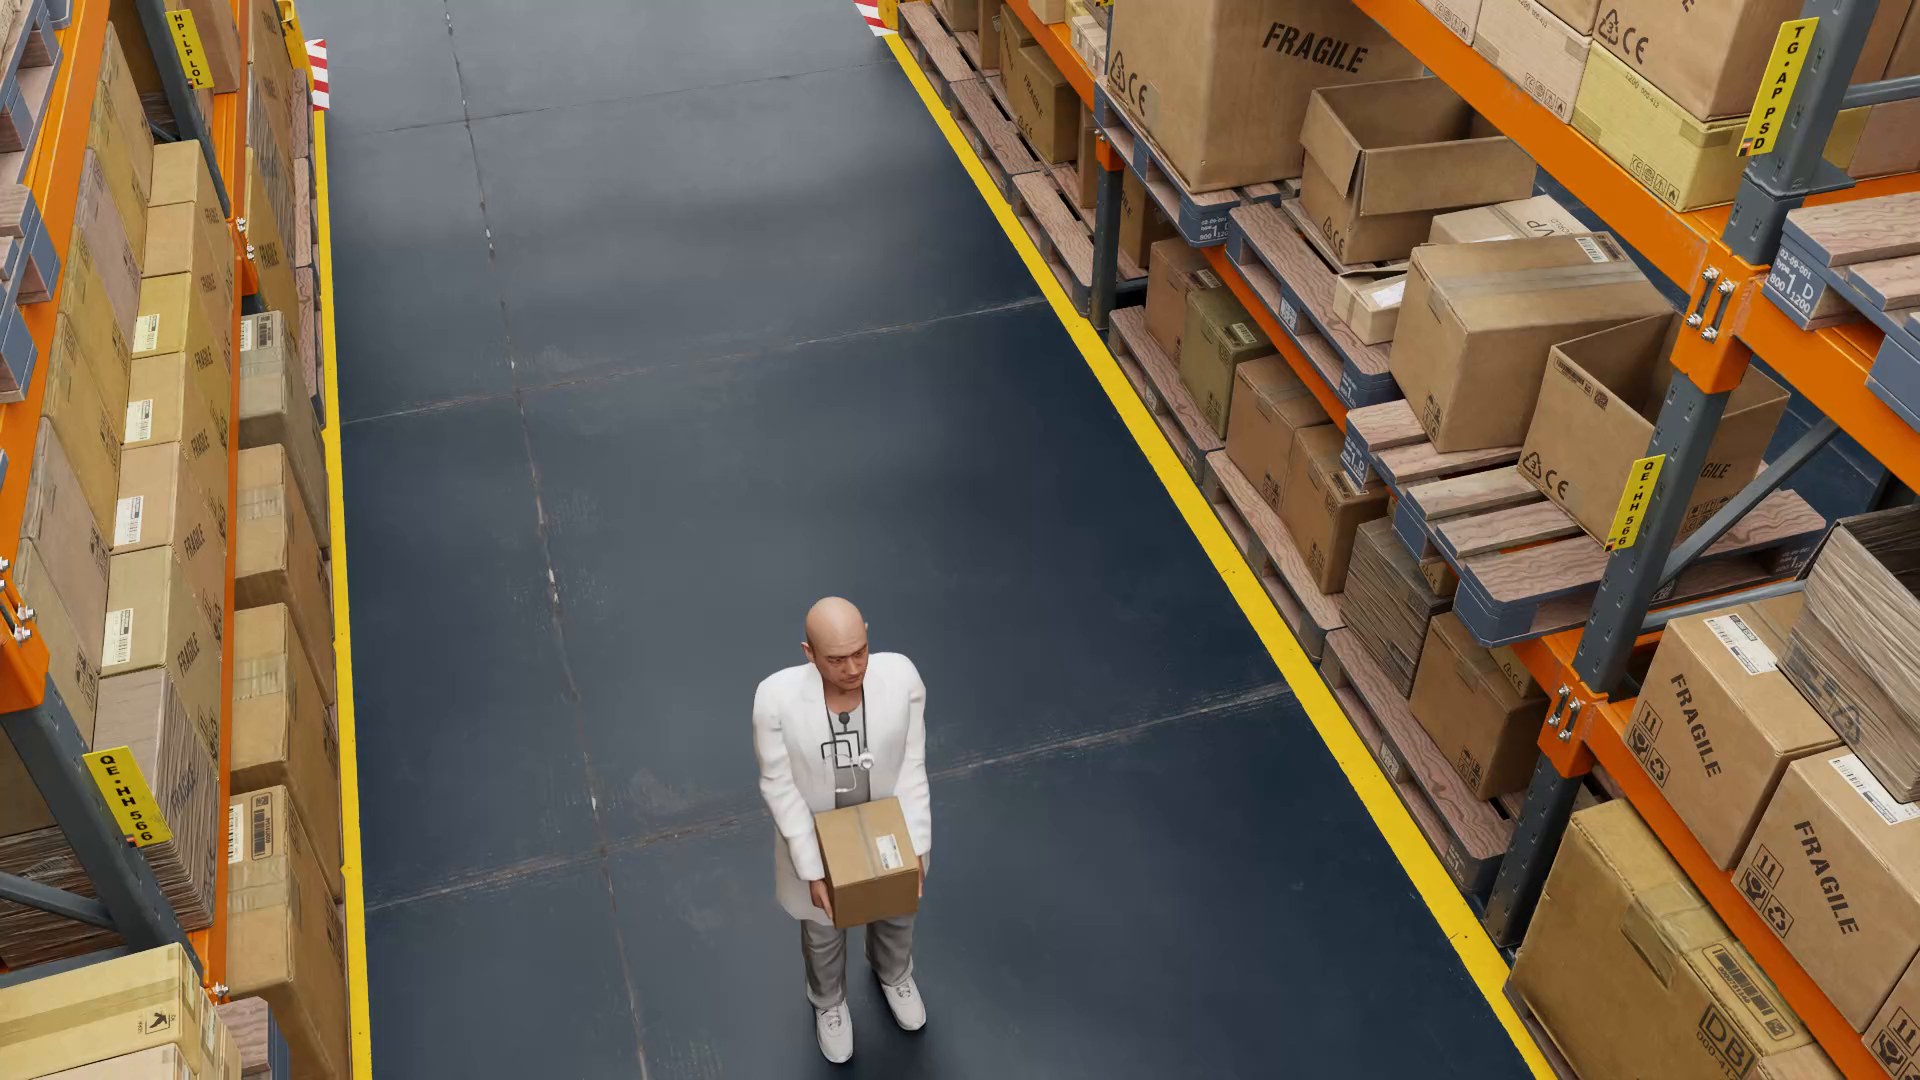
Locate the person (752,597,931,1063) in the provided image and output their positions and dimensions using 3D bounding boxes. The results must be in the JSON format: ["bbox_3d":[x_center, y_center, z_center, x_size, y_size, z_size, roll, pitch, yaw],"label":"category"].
[{"bbox_3d":[-0.315,0.961,5.096,0.528,1.772,0.560,-11,43,-12],"label":"person"}]
